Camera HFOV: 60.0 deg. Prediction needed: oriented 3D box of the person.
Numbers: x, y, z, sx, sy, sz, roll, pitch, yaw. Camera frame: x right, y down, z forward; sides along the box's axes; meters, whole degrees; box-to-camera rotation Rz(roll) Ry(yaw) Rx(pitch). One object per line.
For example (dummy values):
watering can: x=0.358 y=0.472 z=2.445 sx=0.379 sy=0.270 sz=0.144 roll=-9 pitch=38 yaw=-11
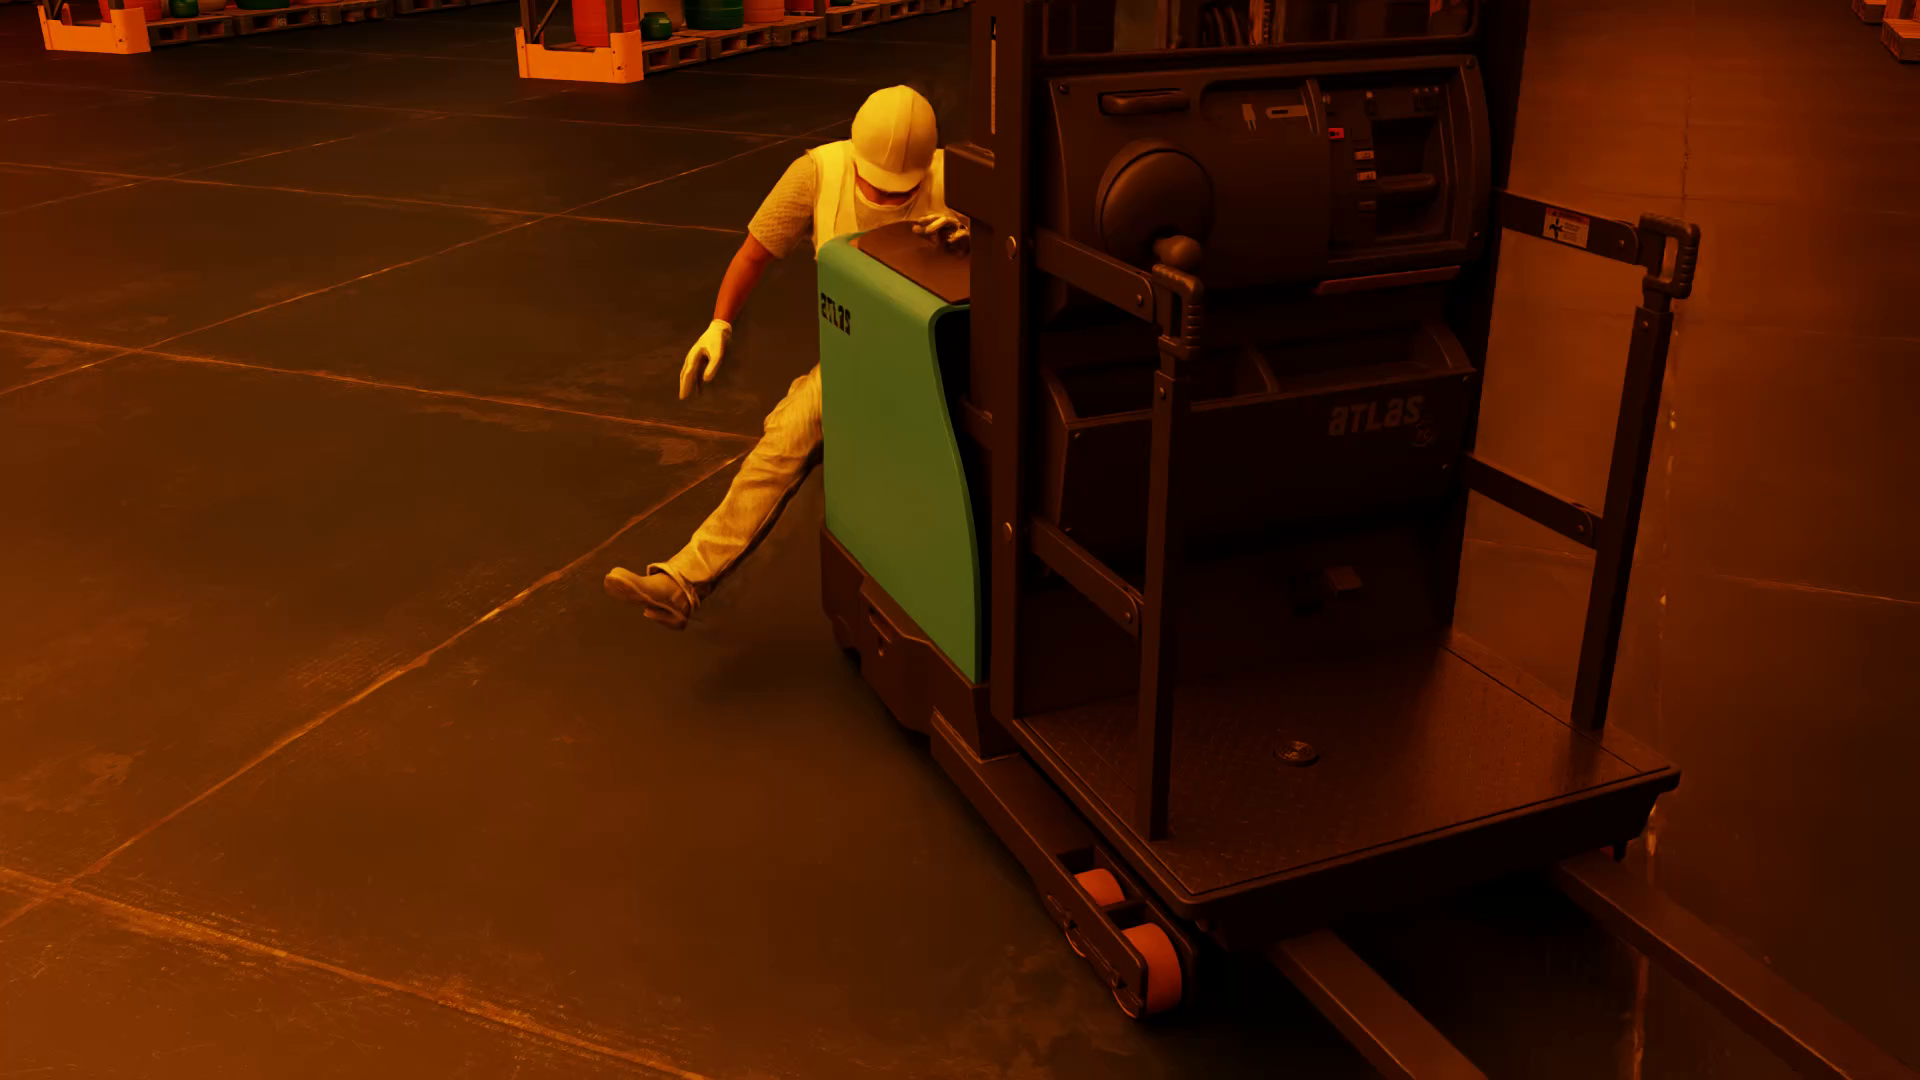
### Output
person: x=-0.222 y=-0.414 z=4.253 sx=1.028 sy=1.450 sz=1.160 roll=8 pitch=24 yaw=18

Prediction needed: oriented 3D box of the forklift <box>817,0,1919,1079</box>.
forklift: x=0.680 y=-0.674 z=2.905 sx=1.130 sy=2.935 sz=3.031 roll=-10 pitch=24 yaw=-22
